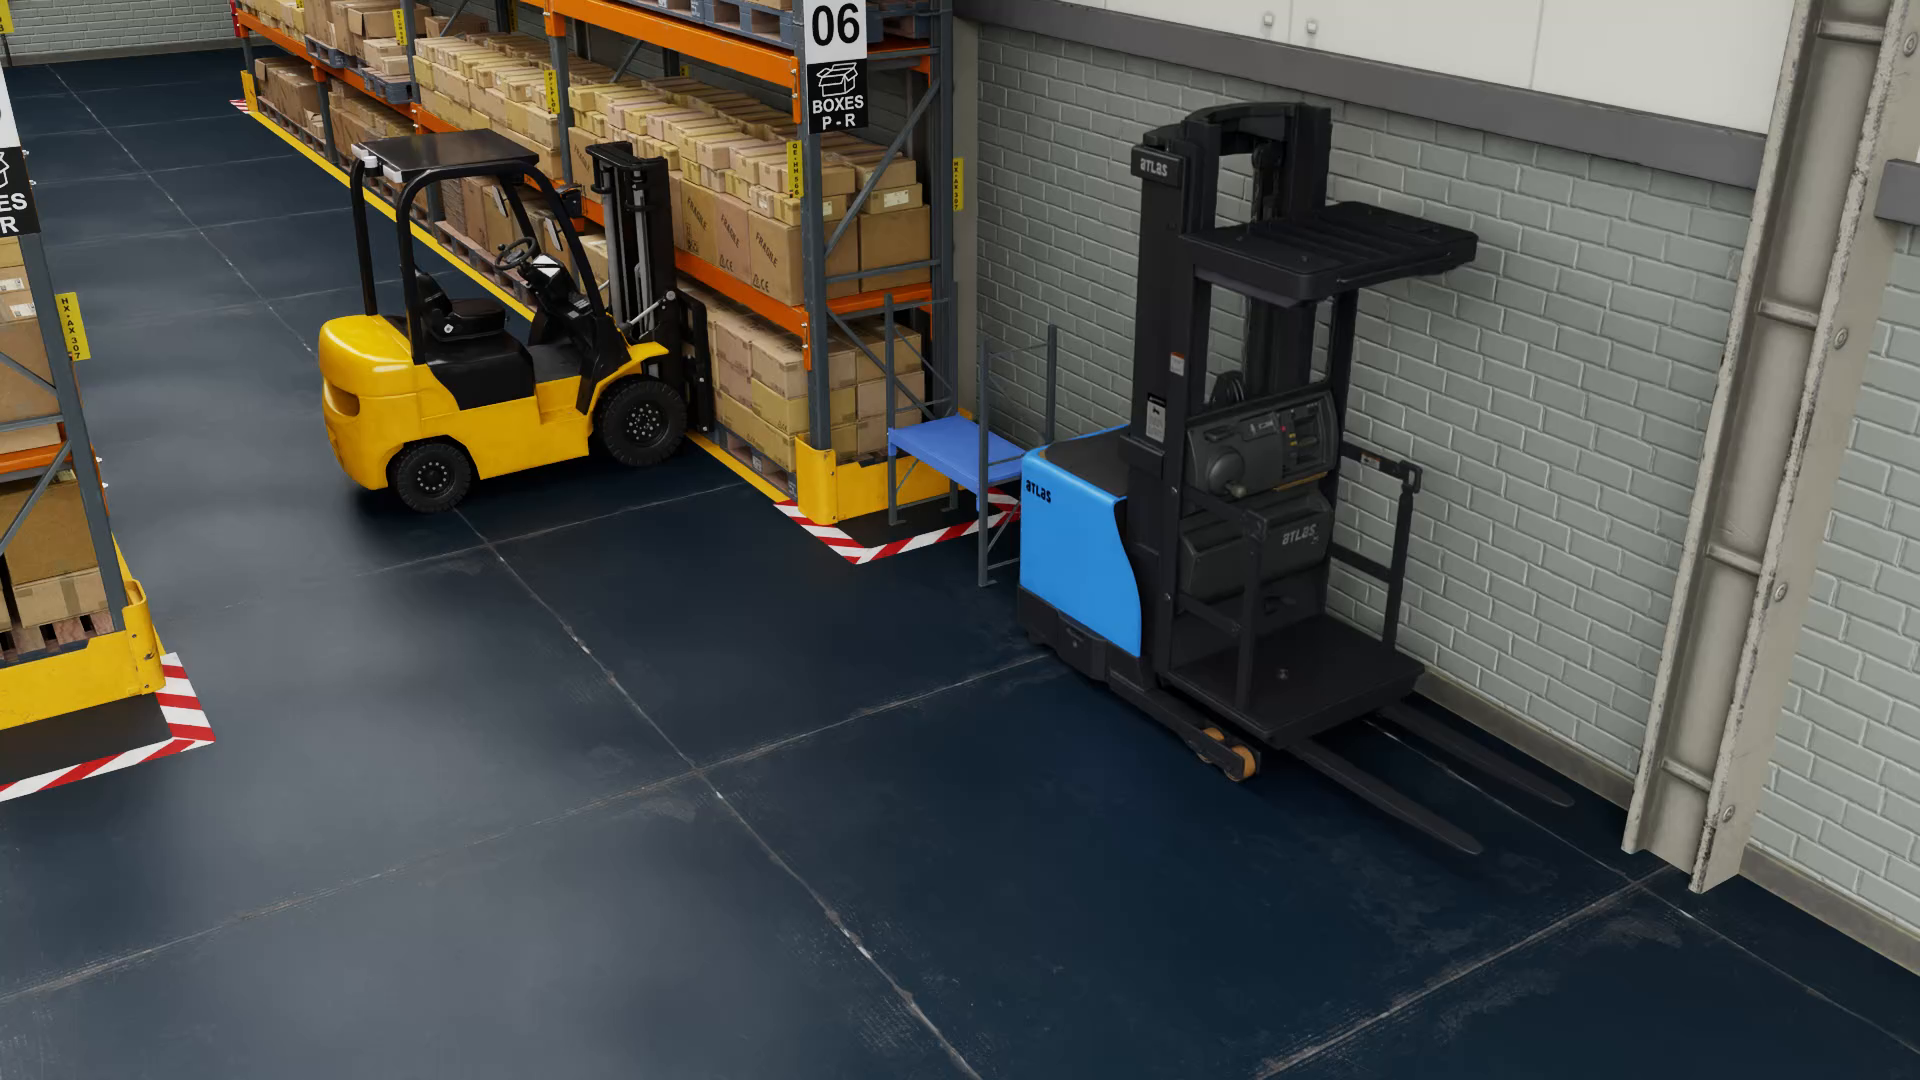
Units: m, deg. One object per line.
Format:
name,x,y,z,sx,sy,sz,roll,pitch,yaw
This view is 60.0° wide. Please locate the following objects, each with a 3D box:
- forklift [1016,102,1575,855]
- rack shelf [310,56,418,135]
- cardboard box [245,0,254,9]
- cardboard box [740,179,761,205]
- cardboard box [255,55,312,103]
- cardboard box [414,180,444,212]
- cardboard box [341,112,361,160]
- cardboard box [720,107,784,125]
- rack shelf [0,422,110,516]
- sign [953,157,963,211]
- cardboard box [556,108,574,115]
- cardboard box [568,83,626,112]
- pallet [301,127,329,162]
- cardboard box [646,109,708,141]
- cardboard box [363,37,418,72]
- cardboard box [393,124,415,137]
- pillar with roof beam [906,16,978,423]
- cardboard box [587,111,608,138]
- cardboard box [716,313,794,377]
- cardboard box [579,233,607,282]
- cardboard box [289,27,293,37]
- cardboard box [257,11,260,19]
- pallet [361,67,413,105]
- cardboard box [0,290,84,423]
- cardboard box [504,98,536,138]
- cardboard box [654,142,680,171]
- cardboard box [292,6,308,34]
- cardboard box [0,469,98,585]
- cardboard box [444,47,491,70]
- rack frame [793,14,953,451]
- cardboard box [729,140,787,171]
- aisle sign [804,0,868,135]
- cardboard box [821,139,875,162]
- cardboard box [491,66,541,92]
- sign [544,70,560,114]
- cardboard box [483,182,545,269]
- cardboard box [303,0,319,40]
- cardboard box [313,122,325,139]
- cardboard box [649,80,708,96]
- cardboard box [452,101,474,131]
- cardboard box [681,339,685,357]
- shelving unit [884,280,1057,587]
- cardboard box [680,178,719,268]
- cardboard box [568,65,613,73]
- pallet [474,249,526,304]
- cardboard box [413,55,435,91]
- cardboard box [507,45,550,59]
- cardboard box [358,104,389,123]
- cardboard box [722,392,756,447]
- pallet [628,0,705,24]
forklift,1.562,-0.422,7.711,1.130,2.935,3.031,-17,30,-31
rack shelf,-5.951,-4.896,17.950,1.077,0.370,4.000,-16,29,-30
cardboard box,-8.929,-7.029,21.453,0.500,0.250,0.500,-15,29,-29
cardboard box,-1.171,-2.234,10.591,0.380,0.149,0.250,-15,29,-29
cardboard box,-8.972,-6.188,22.276,0.797,0.503,0.637,-17,30,-32
cardboard box,-5.270,-3.667,16.940,0.500,0.500,0.500,-15,29,-28
cardboard box,-6.668,-4.583,18.880,0.500,0.500,0.500,-16,30,-30
cardboard box,-1.464,-2.941,11.741,0.380,0.149,0.250,-15,29,-28
rack shelf,-5.741,-0.877,9.436,1.077,0.370,4.000,-16,29,-30
sign,-0.024,-2.199,10.288,0.100,0.325,0.005,-16,29,-30
cardboard box,-3.048,-3.484,13.240,0.380,0.149,0.250,-14,29,-28
cardboard box,-2.750,-3.365,12.640,0.380,0.149,0.250,-15,29,-29
pallet,-7.417,-4.922,20.428,1.003,0.211,1.213,-16,29,-30
cardboard box,-1.981,-2.923,11.703,0.380,0.149,0.250,-16,29,-30
cardboard box,-5.706,-4.930,16.864,0.500,0.250,0.500,-17,30,-32
cardboard box,-5.729,-4.276,17.471,0.380,0.149,0.250,-15,29,-28
pillar with roof beam,-3.724,-3.813,7.787,9.100,9.000,0.400,-16,29,-30
cardboard box,-2.579,-3.146,12.524,0.380,0.149,0.250,-15,29,-28
cardboard box,-1.288,-1.317,11.083,0.500,0.250,0.500,-15,29,-29
cardboard box,-2.674,-2.228,13.013,0.500,0.250,0.500,-16,30,-30
cardboard box,-7.871,-6.154,20.066,0.380,0.149,0.250,-15,29,-28
cardboard box,-8.840,-6.802,21.438,0.380,0.149,0.250,-15,29,-28
pallet,-5.288,-4.645,16.801,1.213,0.211,1.003,-16,29,-30
cardboard box,-4.675,-0.900,8.178,0.500,0.500,0.500,-16,30,-30
cardboard box,-3.445,-3.532,13.808,0.500,0.250,0.500,-16,30,-31
cardboard box,-1.895,-2.681,11.538,0.380,0.149,0.250,-16,30,-31
cardboard box,-7.525,-6.129,19.546,0.500,0.250,0.500,-15,29,-28
cardboard box,-4.871,-0.134,8.870,0.500,0.500,0.500,-17,30,-31
cardboard box,-4.470,-4.390,15.159,0.380,0.149,0.250,-15,29,-29
rack frame,-0.492,-1.645,10.220,1.000,3.000,0.127,-16,29,-30
cardboard box,-1.264,-2.471,10.746,0.380,0.149,0.250,-15,29,-29
aisle sign,-0.702,-2.728,9.471,0.394,0.787,0.004,-16,29,-30
cardboard box,-0.767,-2.480,10.765,0.380,0.149,0.250,-15,29,-29
cardboard box,-3.770,-3.935,14.194,0.380,0.149,0.250,-15,29,-29
sign,-3.125,-3.433,12.745,0.100,0.325,0.005,-16,29,-30
cardboard box,-3.799,-2.923,15.218,0.875,0.625,0.625,-17,30,-32
cardboard box,-6.966,-5.947,18.724,0.700,0.500,0.500,-15,29,-28
cardboard box,-7.593,-4.968,20.108,0.380,0.149,0.250,-17,30,-31
cardboard box,-2.146,-3.405,12.724,0.380,0.149,0.250,-16,30,-31
cardboard box,-4.264,-3.859,15.086,0.500,0.250,0.500,-17,30,-31
cardboard box,-1.854,-1.460,11.972,0.500,0.250,0.500,-16,29,-30
shelving unit,0.047,-0.648,9.865,0.538,1.500,1.048,-16,29,-30
cardboard box,-1.536,-2.176,11.228,0.500,0.500,0.500,-16,30,-31
cardboard box,-3.197,-3.969,14.267,0.380,0.149,0.250,-16,29,-30
pallet,-3.781,-2.506,15.310,1.003,0.211,1.213,-16,29,-30
cardboard box,-4.843,-4.443,15.738,0.500,0.250,0.500,-16,29,-30
cardboard box,-3.915,-4.418,15.218,0.380,0.149,0.250,-16,29,-30
cardboard box,-6.438,-4.736,18.445,0.380,0.149,0.250,-16,29,-30
cardboard box,-1.277,-0.866,11.299,0.500,0.250,0.500,-16,29,-30
pallet,-1.526,-3.657,11.073,1.003,0.211,1.213,-16,29,-30
